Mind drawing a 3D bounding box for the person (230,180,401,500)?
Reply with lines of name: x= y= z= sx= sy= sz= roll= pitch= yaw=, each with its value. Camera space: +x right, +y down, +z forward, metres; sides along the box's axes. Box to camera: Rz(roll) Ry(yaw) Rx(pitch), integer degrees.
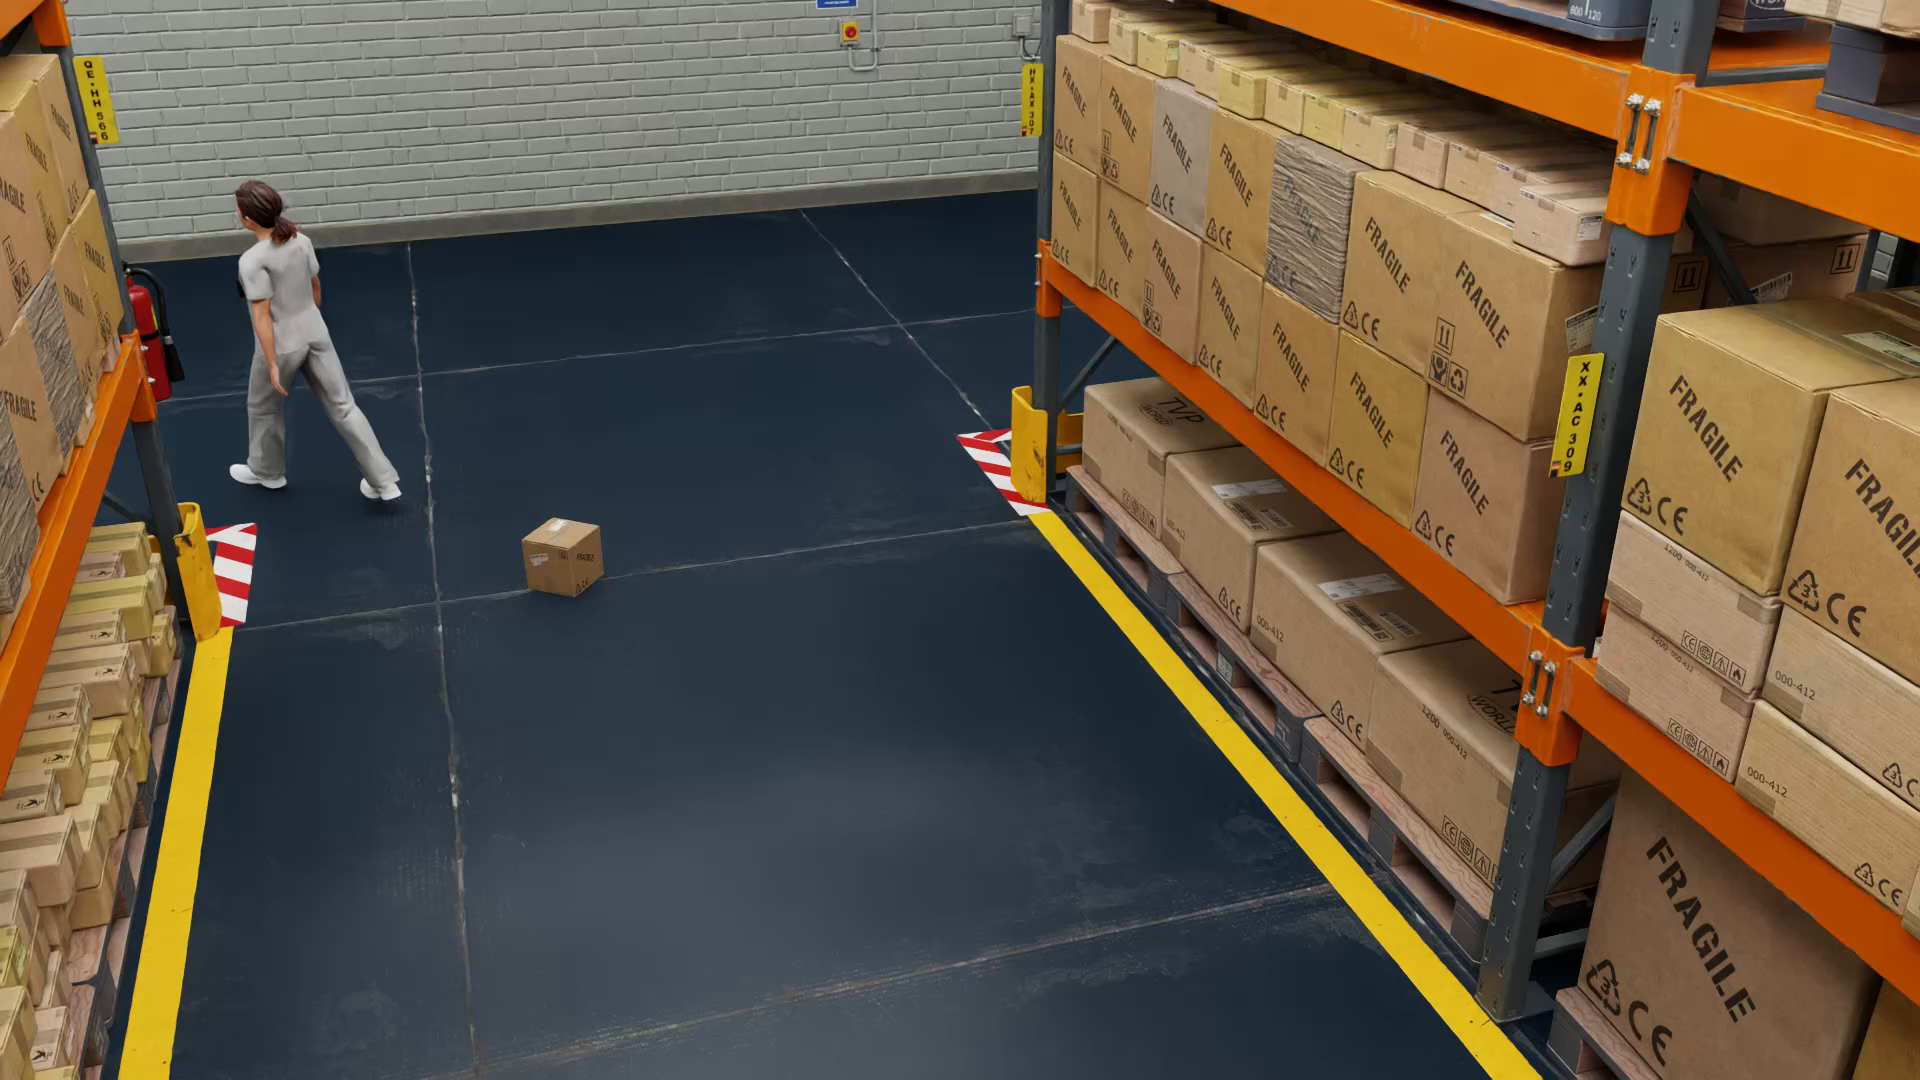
person: x=-3.250 y=-0.950 z=8.034 sx=1.035 sy=1.620 sz=0.481 roll=14 pitch=30 yaw=27
